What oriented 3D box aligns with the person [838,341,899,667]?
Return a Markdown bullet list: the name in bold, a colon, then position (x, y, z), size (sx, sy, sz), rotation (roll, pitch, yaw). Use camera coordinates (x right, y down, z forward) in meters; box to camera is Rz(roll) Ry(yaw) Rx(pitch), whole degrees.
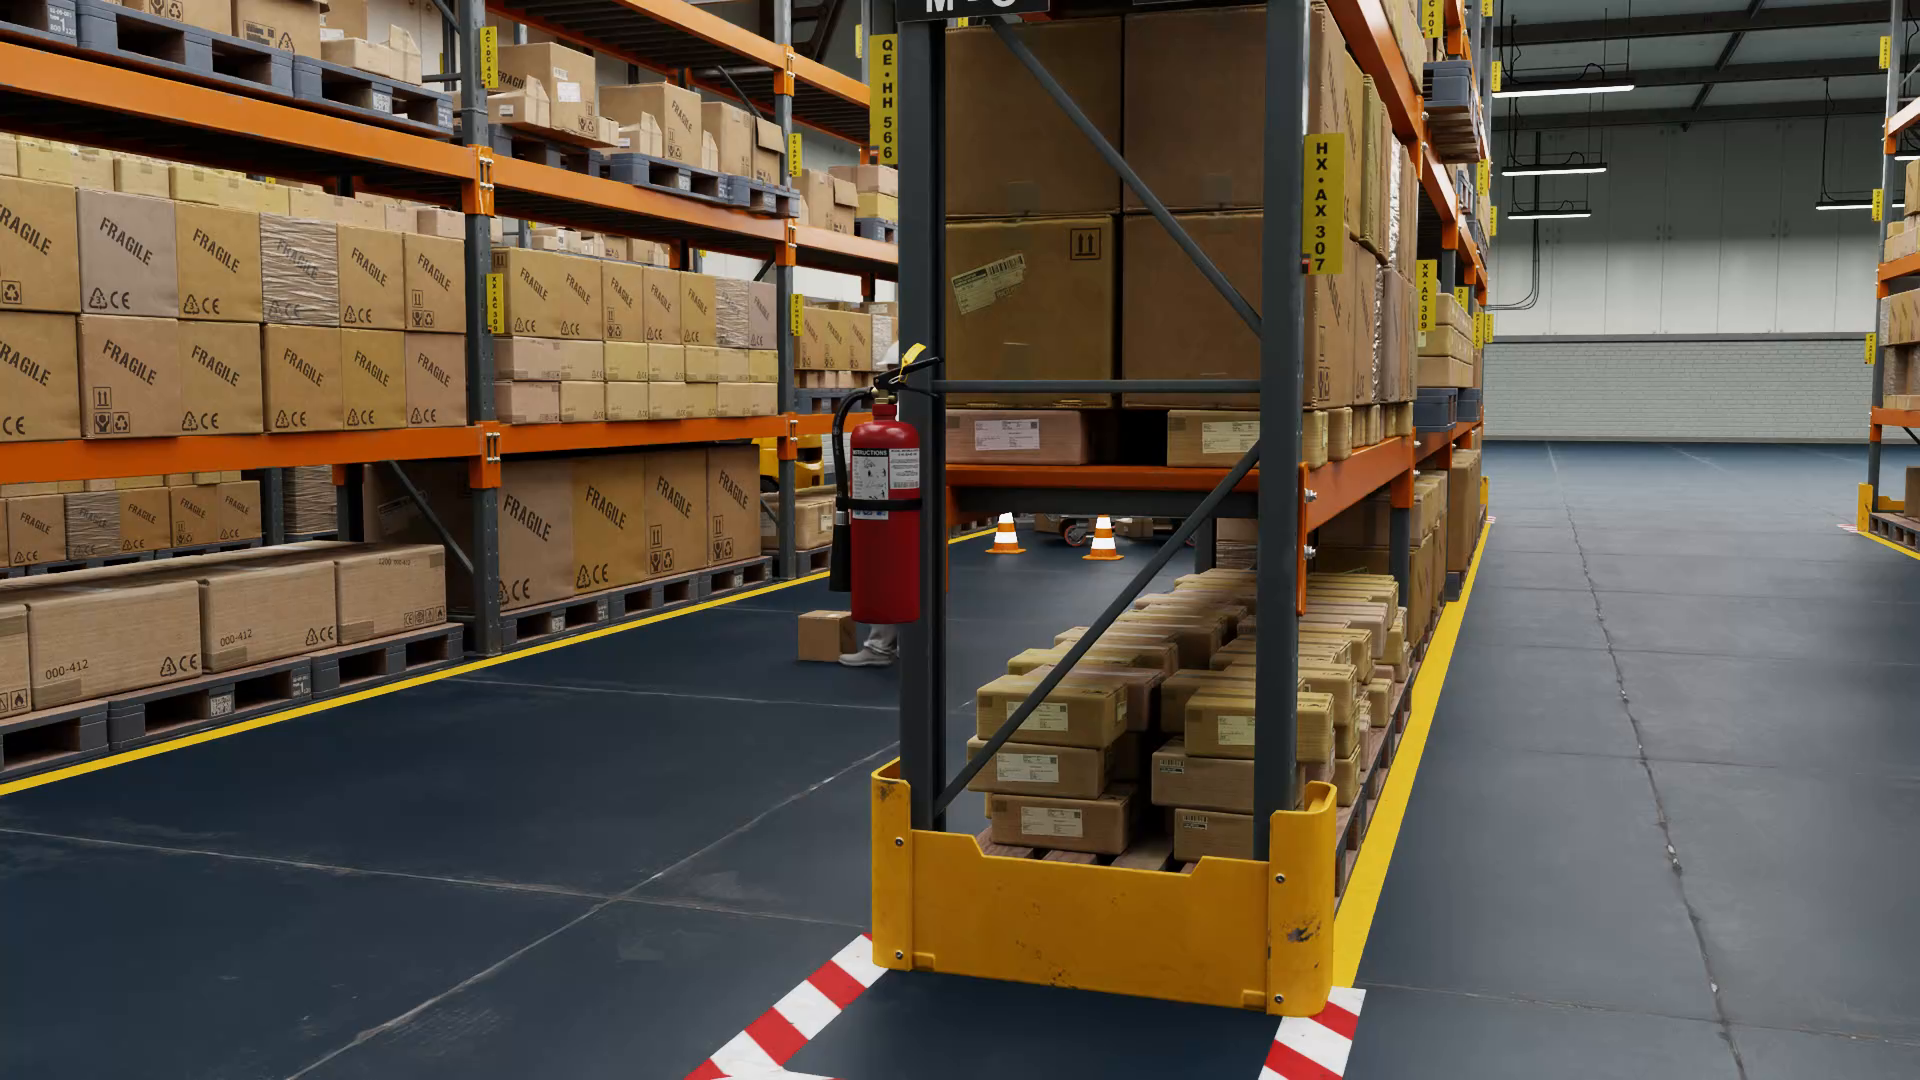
- **person**: position (-0.357, -0.209, 9.114), size (0.537, 1.770, 0.602), rotation (2, 5, 19)
